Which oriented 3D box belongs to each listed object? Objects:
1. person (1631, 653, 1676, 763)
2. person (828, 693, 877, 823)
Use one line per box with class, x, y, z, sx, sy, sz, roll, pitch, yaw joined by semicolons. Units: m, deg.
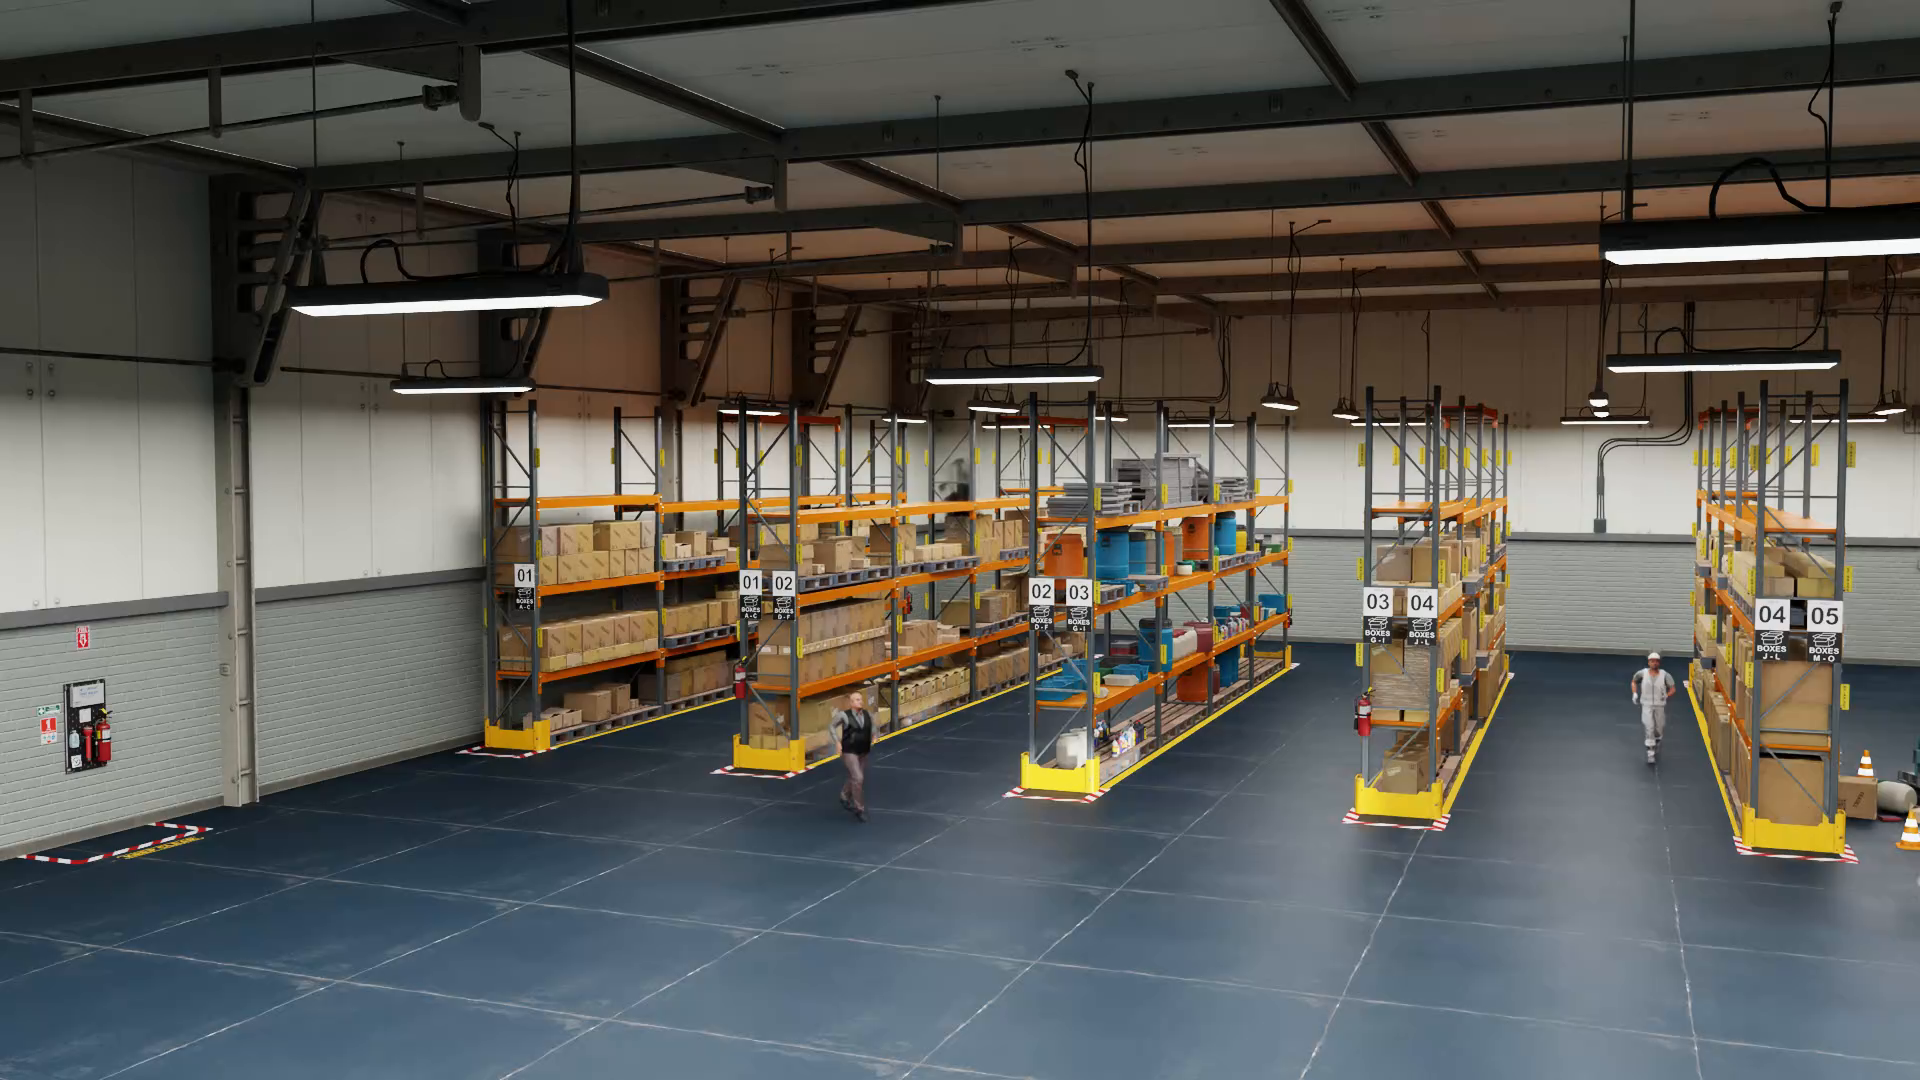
person;11.443;2.744;27.459;0.680;1.777;0.884;1;3;19
person;-1.453;2.999;23.162;0.650;1.757;0.840;-2;4;-39
